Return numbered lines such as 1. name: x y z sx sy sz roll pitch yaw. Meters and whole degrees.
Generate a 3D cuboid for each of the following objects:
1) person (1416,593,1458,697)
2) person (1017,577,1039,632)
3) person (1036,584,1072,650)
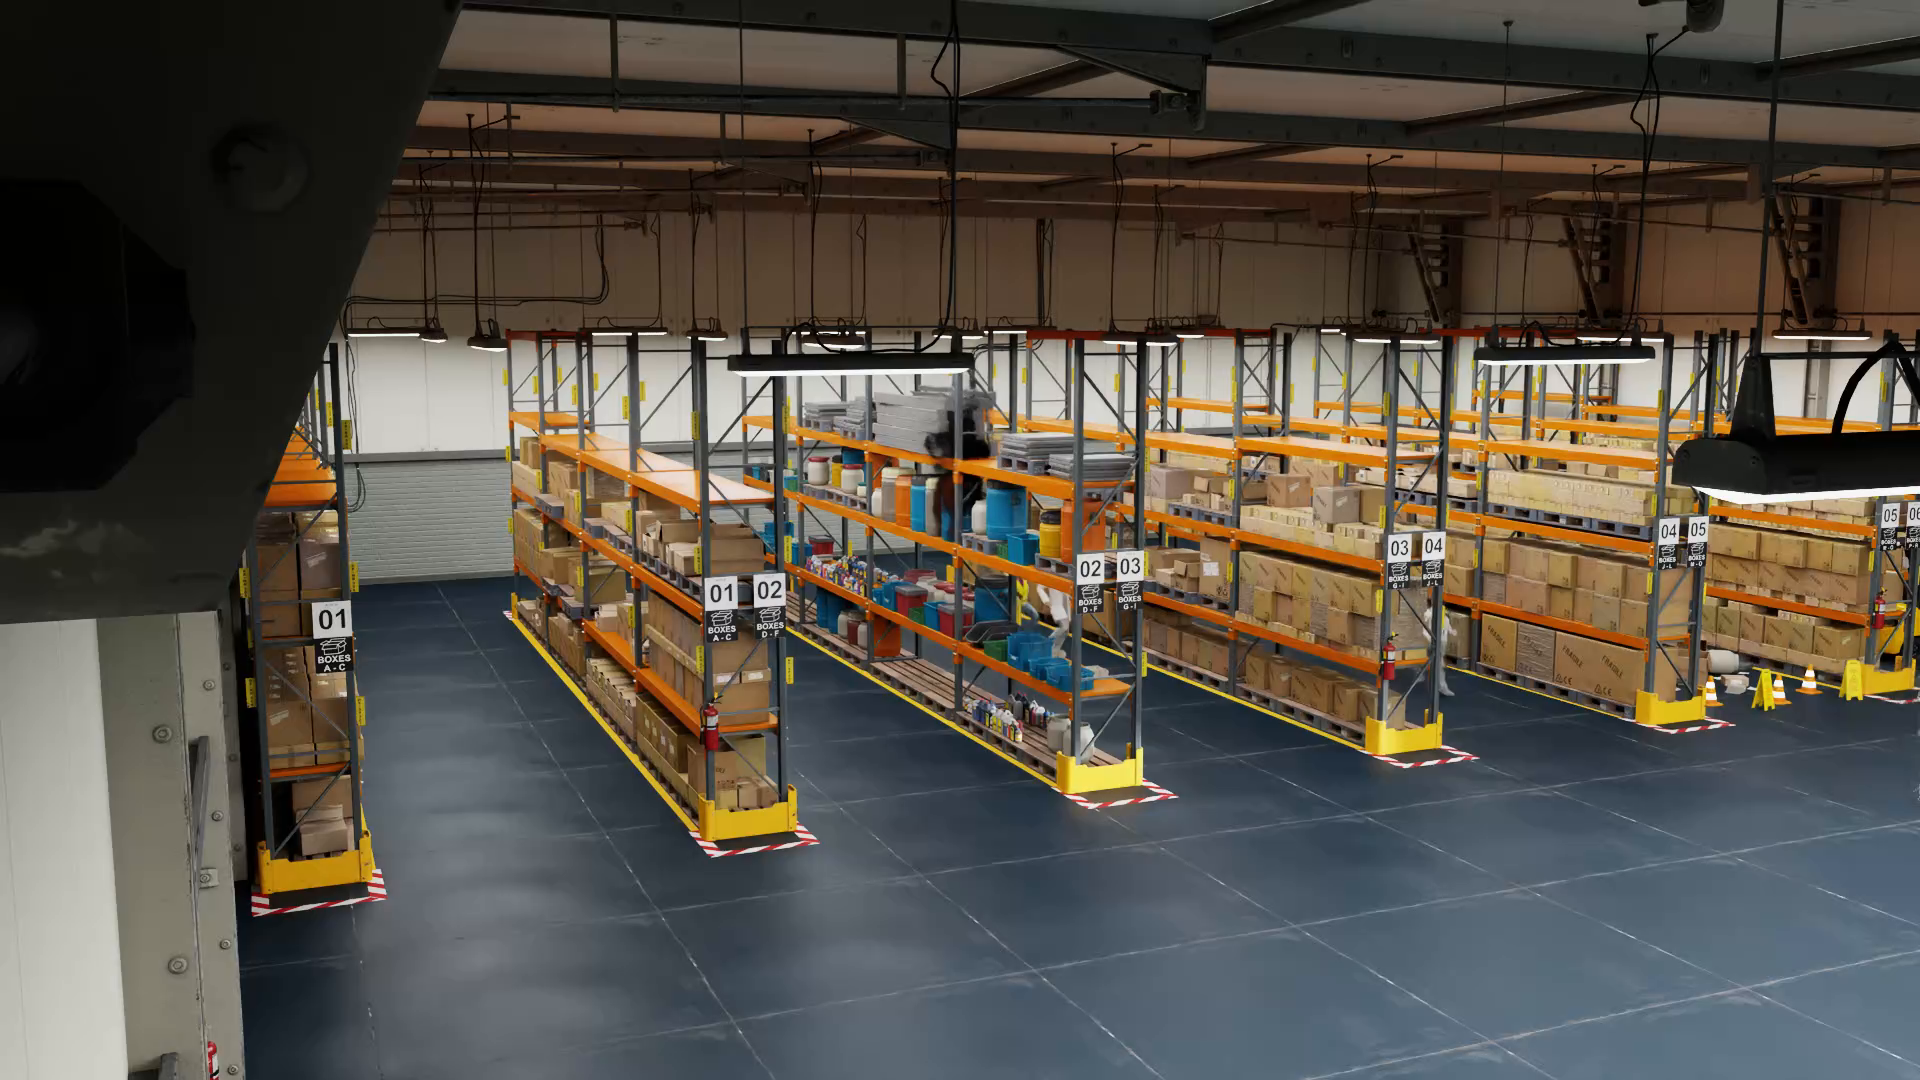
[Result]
1. person: 7.985 1.717 27.894 0.618 1.701 0.871 -5 9 -31
2. person: 1.067 1.205 30.872 0.703 1.699 1.012 -6 10 -36
3. person: 1.782 1.208 29.248 0.699 1.748 0.617 -6 10 -38
